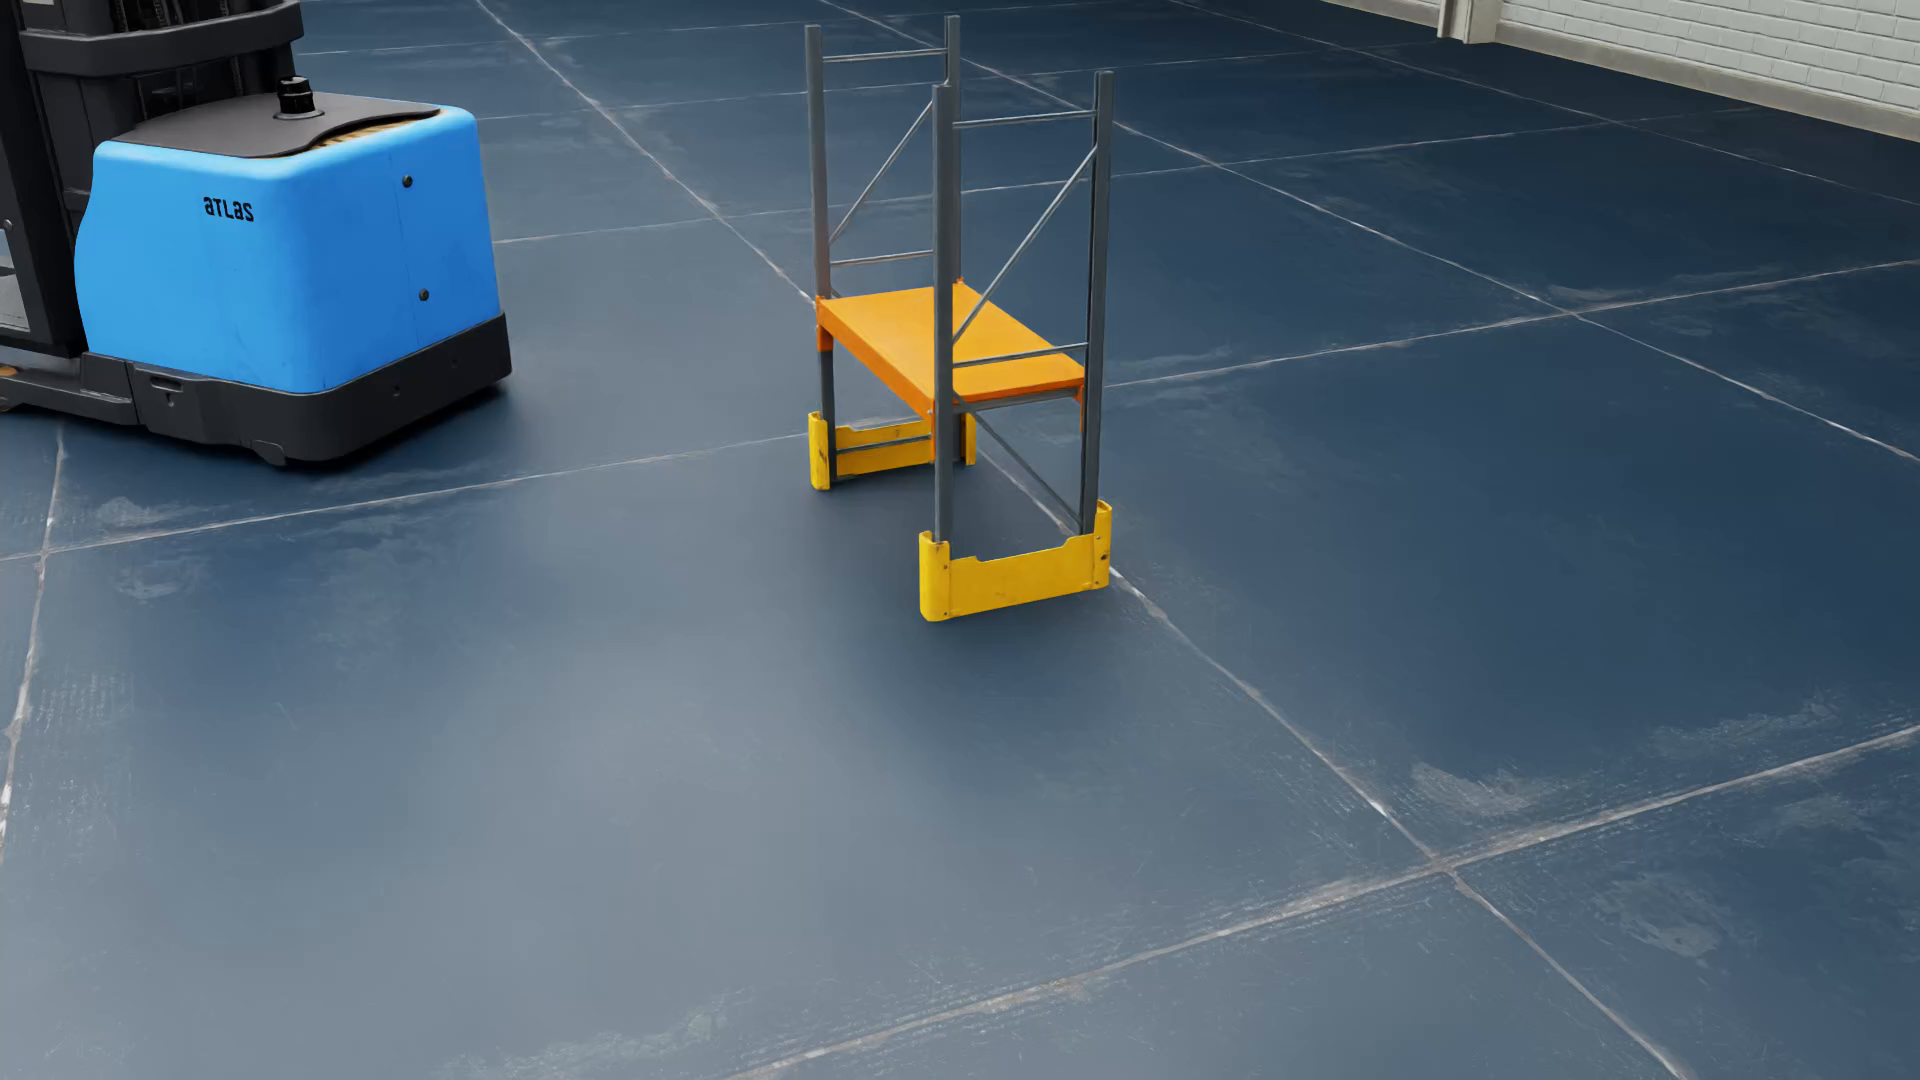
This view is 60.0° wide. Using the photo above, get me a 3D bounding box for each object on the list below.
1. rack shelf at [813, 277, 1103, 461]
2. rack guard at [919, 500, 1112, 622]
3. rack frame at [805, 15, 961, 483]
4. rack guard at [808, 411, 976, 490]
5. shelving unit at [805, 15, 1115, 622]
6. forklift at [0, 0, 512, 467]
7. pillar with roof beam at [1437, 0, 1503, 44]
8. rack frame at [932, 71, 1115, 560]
[{"bbox_3d":[-0.033,-0.547,5.070,0.538,0.185,1.000,-11,28,-21],"label":"rack shelf"},{"bbox_3d":[0.165,0.058,4.846,0.587,0.250,0.087,-11,28,-21],"label":"rack guard"},{"bbox_3d":[-0.232,-0.914,5.412,0.500,1.500,0.032,-11,28,-21],"label":"rack frame"},{"bbox_3d":[-0.225,-0.344,5.670,0.587,0.250,0.087,-11,28,-21],"label":"rack guard"},{"bbox_3d":[-0.030,-0.705,4.984,0.587,1.500,1.083,-11,28,-21],"label":"shelving unit"},{"bbox_3d":[-3.287,-1.994,5.993,3.031,2.935,1.130,12,28,22],"label":"forklift"},{"bbox_3d":[0.217,-7.435,10.221,9.100,9.000,0.400,-11,28,-21],"label":"pillar with roof beam"},{"bbox_3d":[0.166,-0.503,4.571,0.500,1.500,0.032,-11,28,-21],"label":"rack frame"}]
